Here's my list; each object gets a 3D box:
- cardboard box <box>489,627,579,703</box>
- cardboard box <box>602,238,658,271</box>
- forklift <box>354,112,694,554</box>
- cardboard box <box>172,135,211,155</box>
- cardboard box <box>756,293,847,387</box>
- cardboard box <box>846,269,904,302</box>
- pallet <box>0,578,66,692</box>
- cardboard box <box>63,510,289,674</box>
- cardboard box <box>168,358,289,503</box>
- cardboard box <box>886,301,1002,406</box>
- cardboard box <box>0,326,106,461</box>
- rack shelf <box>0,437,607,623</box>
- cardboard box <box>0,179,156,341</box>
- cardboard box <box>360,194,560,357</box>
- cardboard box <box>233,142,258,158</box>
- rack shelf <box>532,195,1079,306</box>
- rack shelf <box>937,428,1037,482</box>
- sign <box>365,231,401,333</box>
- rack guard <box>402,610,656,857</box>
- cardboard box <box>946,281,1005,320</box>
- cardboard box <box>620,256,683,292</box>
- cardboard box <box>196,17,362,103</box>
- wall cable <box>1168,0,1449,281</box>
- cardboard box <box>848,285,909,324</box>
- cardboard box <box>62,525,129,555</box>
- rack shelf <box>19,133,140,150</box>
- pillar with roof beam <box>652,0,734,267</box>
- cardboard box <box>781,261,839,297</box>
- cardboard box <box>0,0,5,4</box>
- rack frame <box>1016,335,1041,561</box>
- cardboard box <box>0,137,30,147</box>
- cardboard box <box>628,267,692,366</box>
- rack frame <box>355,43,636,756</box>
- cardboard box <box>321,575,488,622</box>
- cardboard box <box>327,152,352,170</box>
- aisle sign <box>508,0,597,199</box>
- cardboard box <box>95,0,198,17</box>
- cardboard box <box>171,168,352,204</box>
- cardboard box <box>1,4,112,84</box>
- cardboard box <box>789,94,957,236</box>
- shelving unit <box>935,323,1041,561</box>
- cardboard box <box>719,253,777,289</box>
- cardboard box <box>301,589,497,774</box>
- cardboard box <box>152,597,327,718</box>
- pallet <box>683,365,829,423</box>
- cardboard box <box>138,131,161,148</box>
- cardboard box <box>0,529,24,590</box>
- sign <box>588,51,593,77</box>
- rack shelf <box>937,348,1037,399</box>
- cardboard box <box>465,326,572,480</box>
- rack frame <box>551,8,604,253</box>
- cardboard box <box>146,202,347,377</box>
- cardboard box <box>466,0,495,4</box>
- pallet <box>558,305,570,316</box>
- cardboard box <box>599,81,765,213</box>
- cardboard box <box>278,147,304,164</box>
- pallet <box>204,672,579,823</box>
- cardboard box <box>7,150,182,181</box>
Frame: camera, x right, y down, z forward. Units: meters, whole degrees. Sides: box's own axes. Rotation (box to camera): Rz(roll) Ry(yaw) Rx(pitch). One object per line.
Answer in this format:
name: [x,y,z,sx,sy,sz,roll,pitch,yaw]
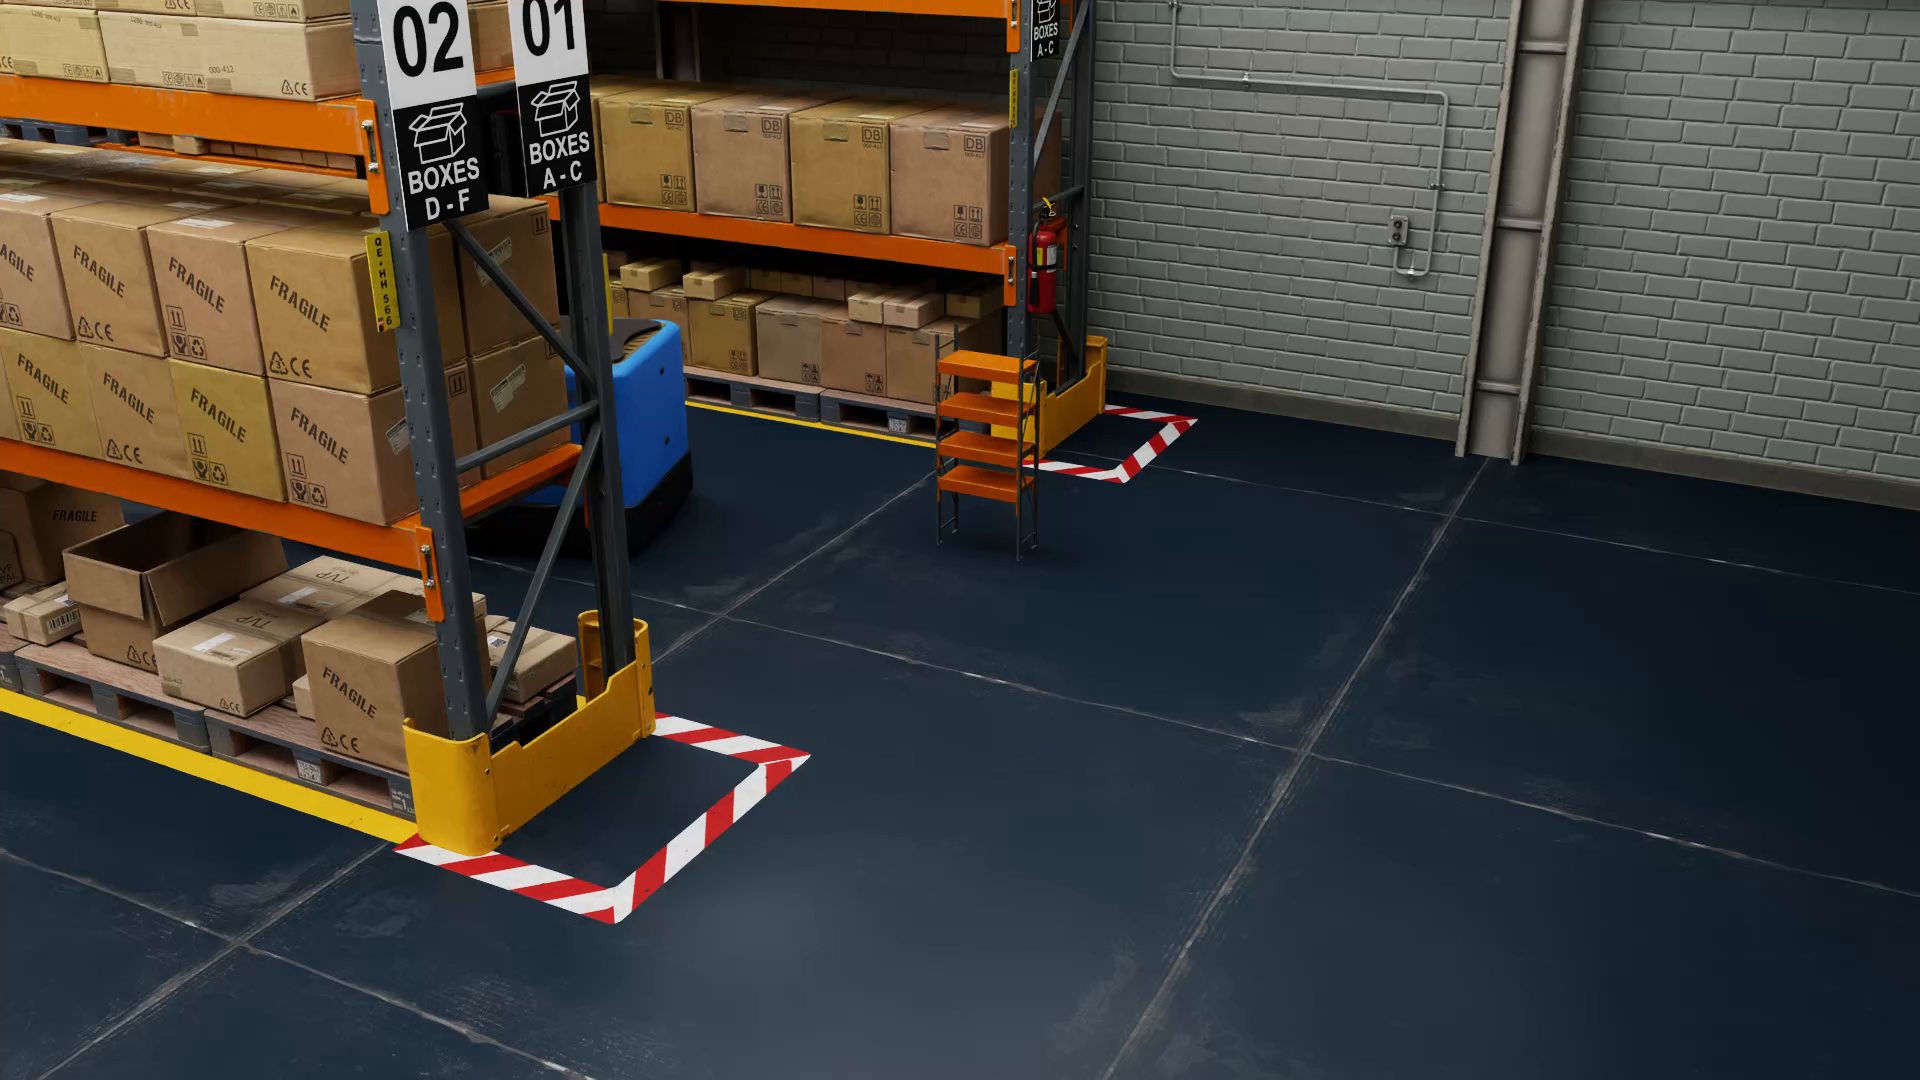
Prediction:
cardboard box: [-1.880,0.540,7.228,0.250,0.149,0.380,11,25,25]
cardboard box: [-2.418,-2.081,12.139,0.250,0.149,0.380,11,25,24]
forklift: [-3.134,-1.519,9.076,3.031,2.935,1.130,4,23,8]
cardboard box: [-5.960,-3.149,13.118,0.250,0.149,0.380,12,26,26]
cardboard box: [-0.995,-1.415,11.401,0.500,0.500,0.700,10,25,23]
cardboard box: [-0.573,-1.718,11.284,0.250,0.149,0.380,11,26,25]
pallet: [-4.619,0.323,8.221,1.213,0.211,1.003,11,25,25]
cardboard box: [-3.552,0.195,7.587,0.637,0.503,0.797,11,25,25]
cardboard box: [-2.649,-0.496,6.455,0.500,0.500,0.500,11,26,25]
cardboard box: [-0.100,-1.238,10.985,0.500,0.500,0.700,11,25,25]
cardboard box: [-3.541,-0.675,6.876,0.500,0.500,0.500,11,25,24]
rack shelf: [-3.446,-0.398,7.271,4.000,0.370,1.077,11,25,25]
cardboard box: [-3.557,-1.134,6.677,0.500,0.500,0.500,12,26,26]
cardboard box: [-1.939,-1.052,6.485,0.500,0.500,0.500,12,26,26]
cardboard box: [-5.444,-3.105,13.014,0.250,0.149,0.380,12,26,26]
rack shelf: [-1.215,-2.128,11.341,4.000,0.370,1.077,11,25,25]
rack shelf: [0.148,-0.461,8.973,0.480,0.148,0.258,11,25,25]
sign: [-1.930,-0.863,5.564,0.005,0.325,0.100,11,25,25]
rack guard: [-1.729,0.761,6.821,0.348,0.500,1.175,11,25,25]
cardboard box: [0.102,-1.584,10.971,0.250,0.149,0.380,11,26,25]
cardboard box: [-2.155,-1.862,11.624,0.250,0.149,0.380,12,26,26]
cardboard box: [-2.239,-1.685,5.739,0.500,0.250,0.500,11,25,25]
wall cable: [2.140,-2.678,10.416,1.851,1.984,0.084,11,25,25]
cardboard box: [-0.525,-1.540,10.867,0.250,0.149,0.380,12,26,26]
cardboard box: [-4.233,0.075,8.323,0.250,0.149,0.380,11,25,25]
rack shelf: [-8.354,-3.541,14.663,4.000,0.370,1.077,11,25,25]
pillar with roof beam: [-3.927,-4.248,7.741,0.400,9.000,9.100,11,25,25]
cardboard box: [-1.030,-1.807,11.495,0.250,0.149,0.380,11,26,25]
cardboard box: [-3.575,-2.182,6.269,0.500,0.250,0.500,11,25,25]
rack frame: [0.365,-0.480,8.845,0.015,1.200,0.240,11,25,25]
cardboard box: [-4.663,-1.589,7.748,0.500,0.500,0.500,11,26,25]
cardboard box: [-1.932,-1.598,11.831,0.500,0.500,0.700,11,25,24]
rack frame: [-1.662,-0.375,6.300,0.127,3.000,1.000,11,25,25]
cardboard box: [-2.465,0.404,7.418,0.500,0.250,0.500,11,25,25]
cardboard box: [-4.543,-2.907,12.547,0.250,0.149,0.380,10,25,23]
aisle sign: [-1.468,-1.662,6.004,0.004,0.787,0.394,11,25,25]
cardboard box: [-2.681,-2.007,5.856,0.500,0.250,0.500,11,25,25]
cardboard box: [-2.853,-1.232,6.908,0.500,0.500,0.500,12,26,25]
cardboard box: [-3.132,-1.861,6.152,0.500,0.250,0.500,11,25,25]
cardboard box: [-0.544,-2.455,10.807,0.700,0.700,0.980,11,25,24]
shelving unit: [0.148,-0.523,8.946,0.503,1.200,0.258,11,25,25]
cardboard box: [-1.487,-1.897,11.707,0.250,0.149,0.380,11,26,25]
cardboard box: [-2.258,0.562,6.726,0.500,0.500,0.500,11,25,25]
cardboard box: [-3.092,0.499,7.194,0.500,0.250,0.500,11,25,25]
pallet: [-1.263,-1.153,11.691,1.213,0.211,1.003,11,25,25]
cardboard box: [-6.380,-3.273,13.410,0.250,0.149,0.380,11,25,24]
cardboard box: [-4.954,0.103,8.049,0.500,0.311,0.500,11,25,25]
sign: [-2.750,-3.441,12.302,0.005,0.325,0.100,11,25,25]
rack shelf: [0.148,-0.885,8.793,0.480,0.148,0.258,11,25,25]
cardboard box: [-1.939,-0.592,6.681,0.500,0.500,0.500,12,26,26]
rack frame: [-3.000,-2.812,12.030,0.127,3.000,1.000,11,25,25]
cardboard box: [-2.634,-0.953,6.253,0.500,0.500,0.500,12,26,26]
cardboard box: [-2.003,-2.098,6.071,0.500,0.250,0.500,11,25,25]
pallet: [-3.722,-1.639,12.835,1.213,0.211,1.003,11,25,25]
cardboard box: [-1.874,-2.718,11.426,0.700,0.700,0.980,11,25,23]
cardboard box: [-5.006,-3.006,12.782,0.250,0.149,0.380,11,26,25]
pallet: [-2.441,0.754,7.207,1.213,0.211,1.003,11,25,25]
cardboard box: [-3.755,-1.410,7.328,0.500,0.500,0.500,11,26,25]
